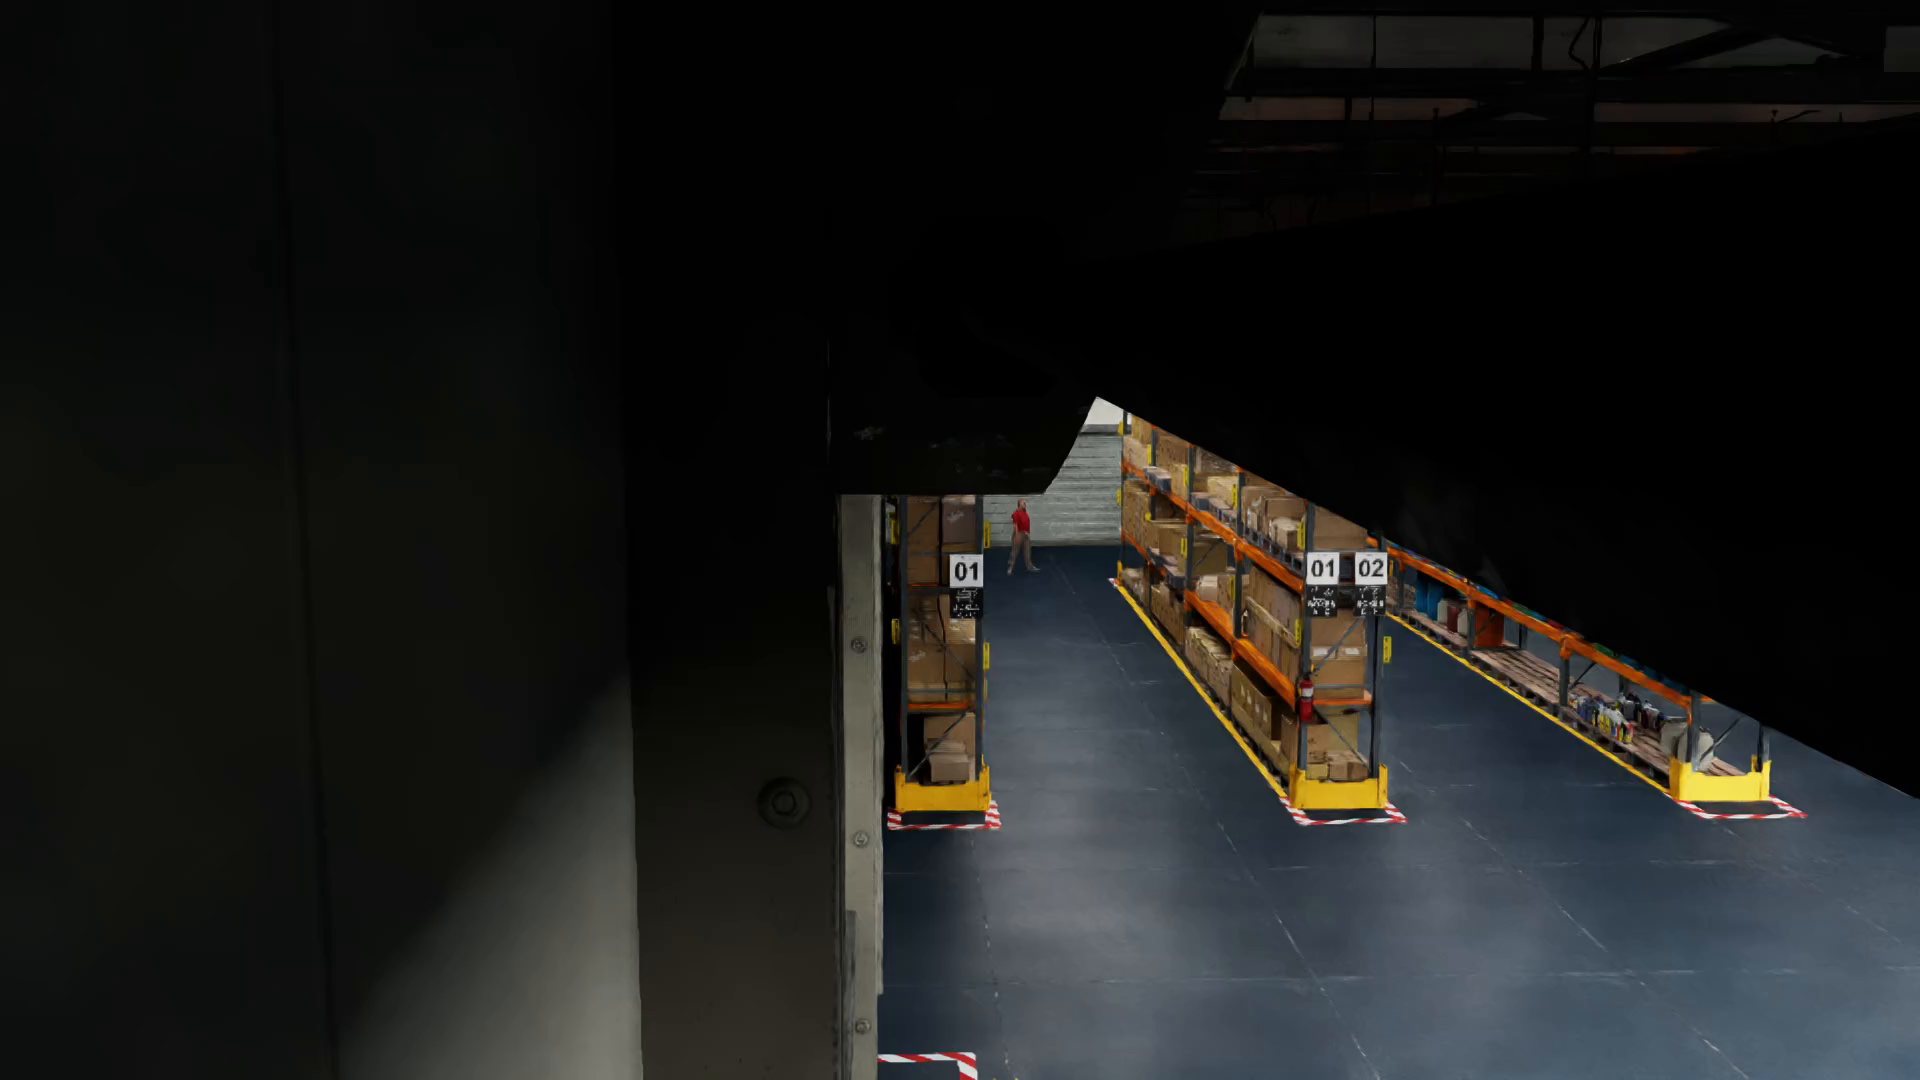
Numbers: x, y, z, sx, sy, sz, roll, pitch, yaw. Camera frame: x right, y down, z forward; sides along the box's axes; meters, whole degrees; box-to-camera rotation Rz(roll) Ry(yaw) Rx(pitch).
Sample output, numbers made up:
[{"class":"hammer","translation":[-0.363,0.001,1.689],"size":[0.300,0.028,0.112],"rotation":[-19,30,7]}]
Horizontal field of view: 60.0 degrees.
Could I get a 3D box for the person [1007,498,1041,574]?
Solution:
[{"class":"person","translation":[1.415,-0.107,37.846],"size":[0.583,1.716,0.769],"rotation":[6,10,33]}]
